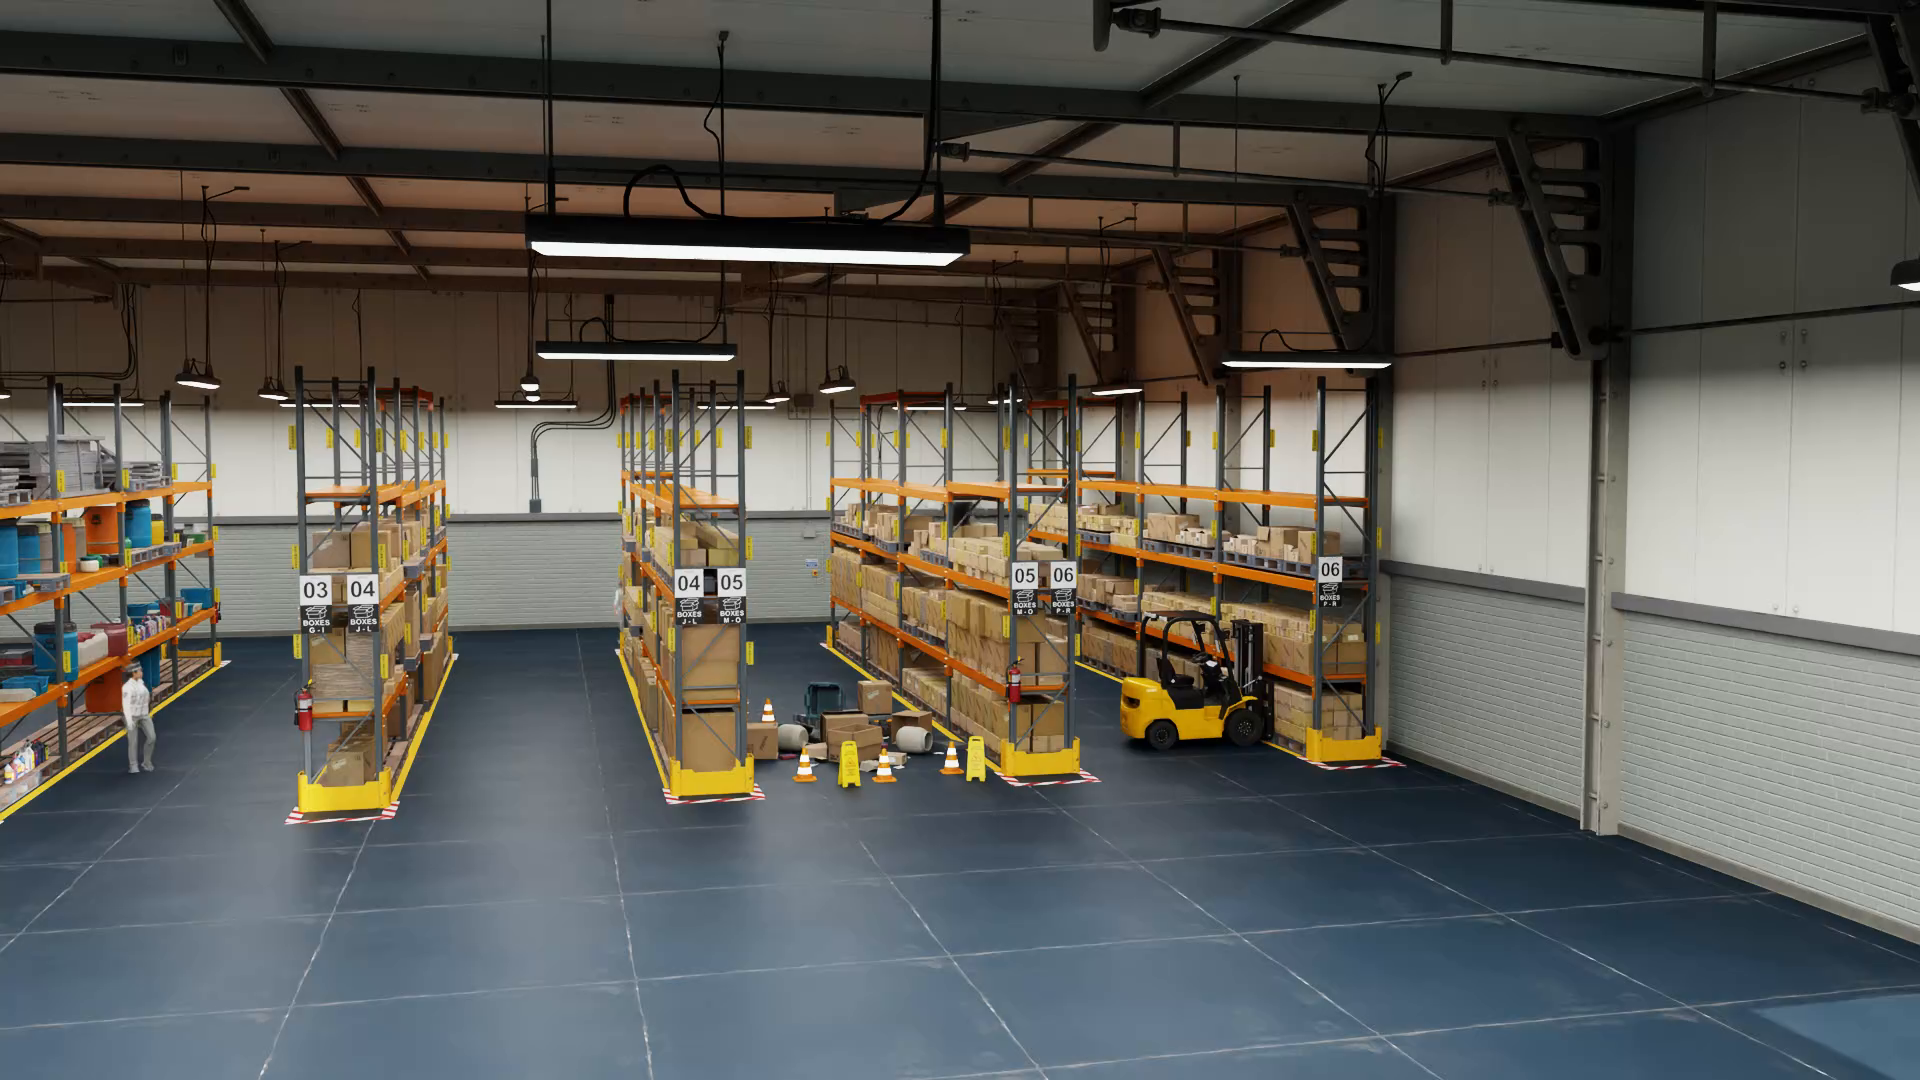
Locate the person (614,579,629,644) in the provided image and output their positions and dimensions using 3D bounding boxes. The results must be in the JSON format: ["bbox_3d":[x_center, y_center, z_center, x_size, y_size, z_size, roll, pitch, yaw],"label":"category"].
[{"bbox_3d":[-8.295,1.761,41.165,0.516,1.597,0.473,0,3,-1],"label":"person"}]

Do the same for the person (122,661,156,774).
[{"bbox_3d":[-12.423,2.697,25.099,0.444,1.734,0.508,2,4,33],"label":"person"}]
